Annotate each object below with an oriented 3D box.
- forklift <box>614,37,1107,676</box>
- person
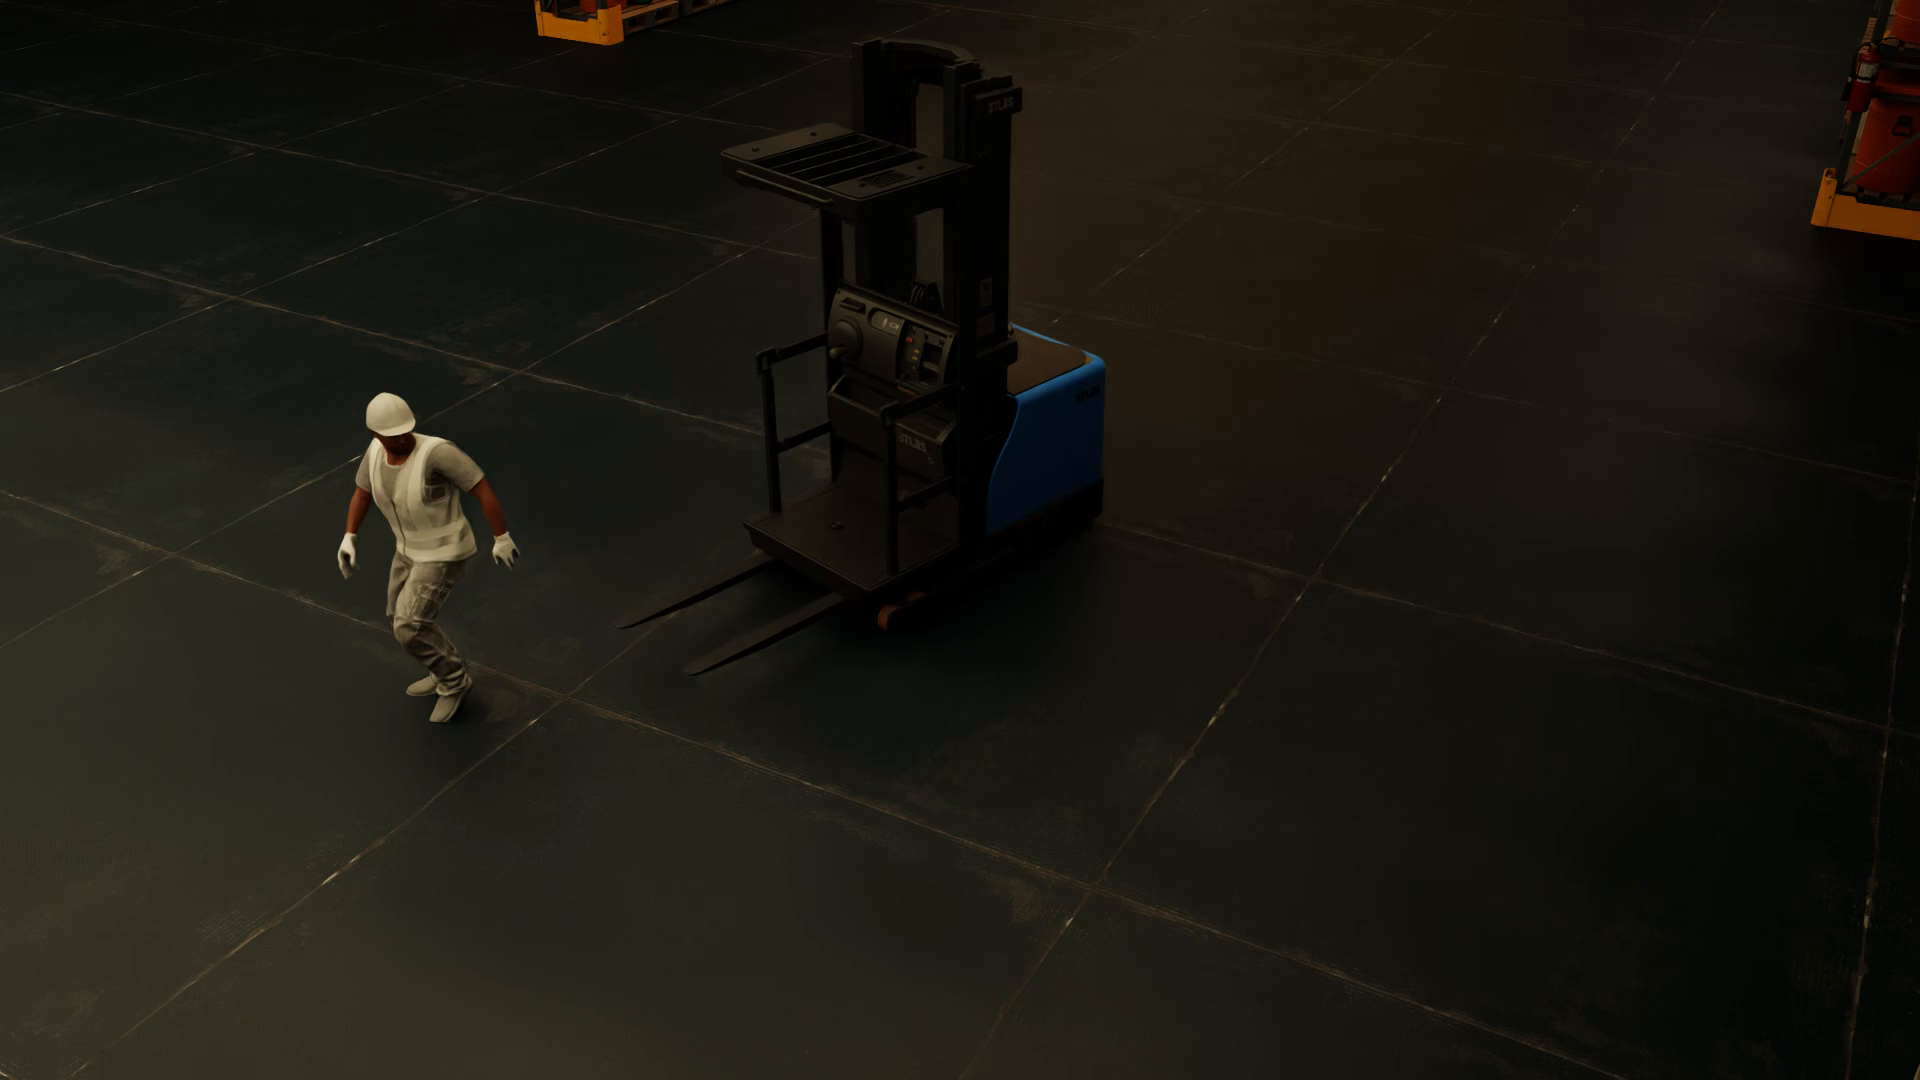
[{"bbox_3d":[-0.526,-1.047,8.885,1.130,2.935,3.031,27,39,38],"label":"forklift"},{"bbox_3d":[-2.648,0.079,8.192,0.747,1.754,0.690,27,39,38],"label":"person"}]
